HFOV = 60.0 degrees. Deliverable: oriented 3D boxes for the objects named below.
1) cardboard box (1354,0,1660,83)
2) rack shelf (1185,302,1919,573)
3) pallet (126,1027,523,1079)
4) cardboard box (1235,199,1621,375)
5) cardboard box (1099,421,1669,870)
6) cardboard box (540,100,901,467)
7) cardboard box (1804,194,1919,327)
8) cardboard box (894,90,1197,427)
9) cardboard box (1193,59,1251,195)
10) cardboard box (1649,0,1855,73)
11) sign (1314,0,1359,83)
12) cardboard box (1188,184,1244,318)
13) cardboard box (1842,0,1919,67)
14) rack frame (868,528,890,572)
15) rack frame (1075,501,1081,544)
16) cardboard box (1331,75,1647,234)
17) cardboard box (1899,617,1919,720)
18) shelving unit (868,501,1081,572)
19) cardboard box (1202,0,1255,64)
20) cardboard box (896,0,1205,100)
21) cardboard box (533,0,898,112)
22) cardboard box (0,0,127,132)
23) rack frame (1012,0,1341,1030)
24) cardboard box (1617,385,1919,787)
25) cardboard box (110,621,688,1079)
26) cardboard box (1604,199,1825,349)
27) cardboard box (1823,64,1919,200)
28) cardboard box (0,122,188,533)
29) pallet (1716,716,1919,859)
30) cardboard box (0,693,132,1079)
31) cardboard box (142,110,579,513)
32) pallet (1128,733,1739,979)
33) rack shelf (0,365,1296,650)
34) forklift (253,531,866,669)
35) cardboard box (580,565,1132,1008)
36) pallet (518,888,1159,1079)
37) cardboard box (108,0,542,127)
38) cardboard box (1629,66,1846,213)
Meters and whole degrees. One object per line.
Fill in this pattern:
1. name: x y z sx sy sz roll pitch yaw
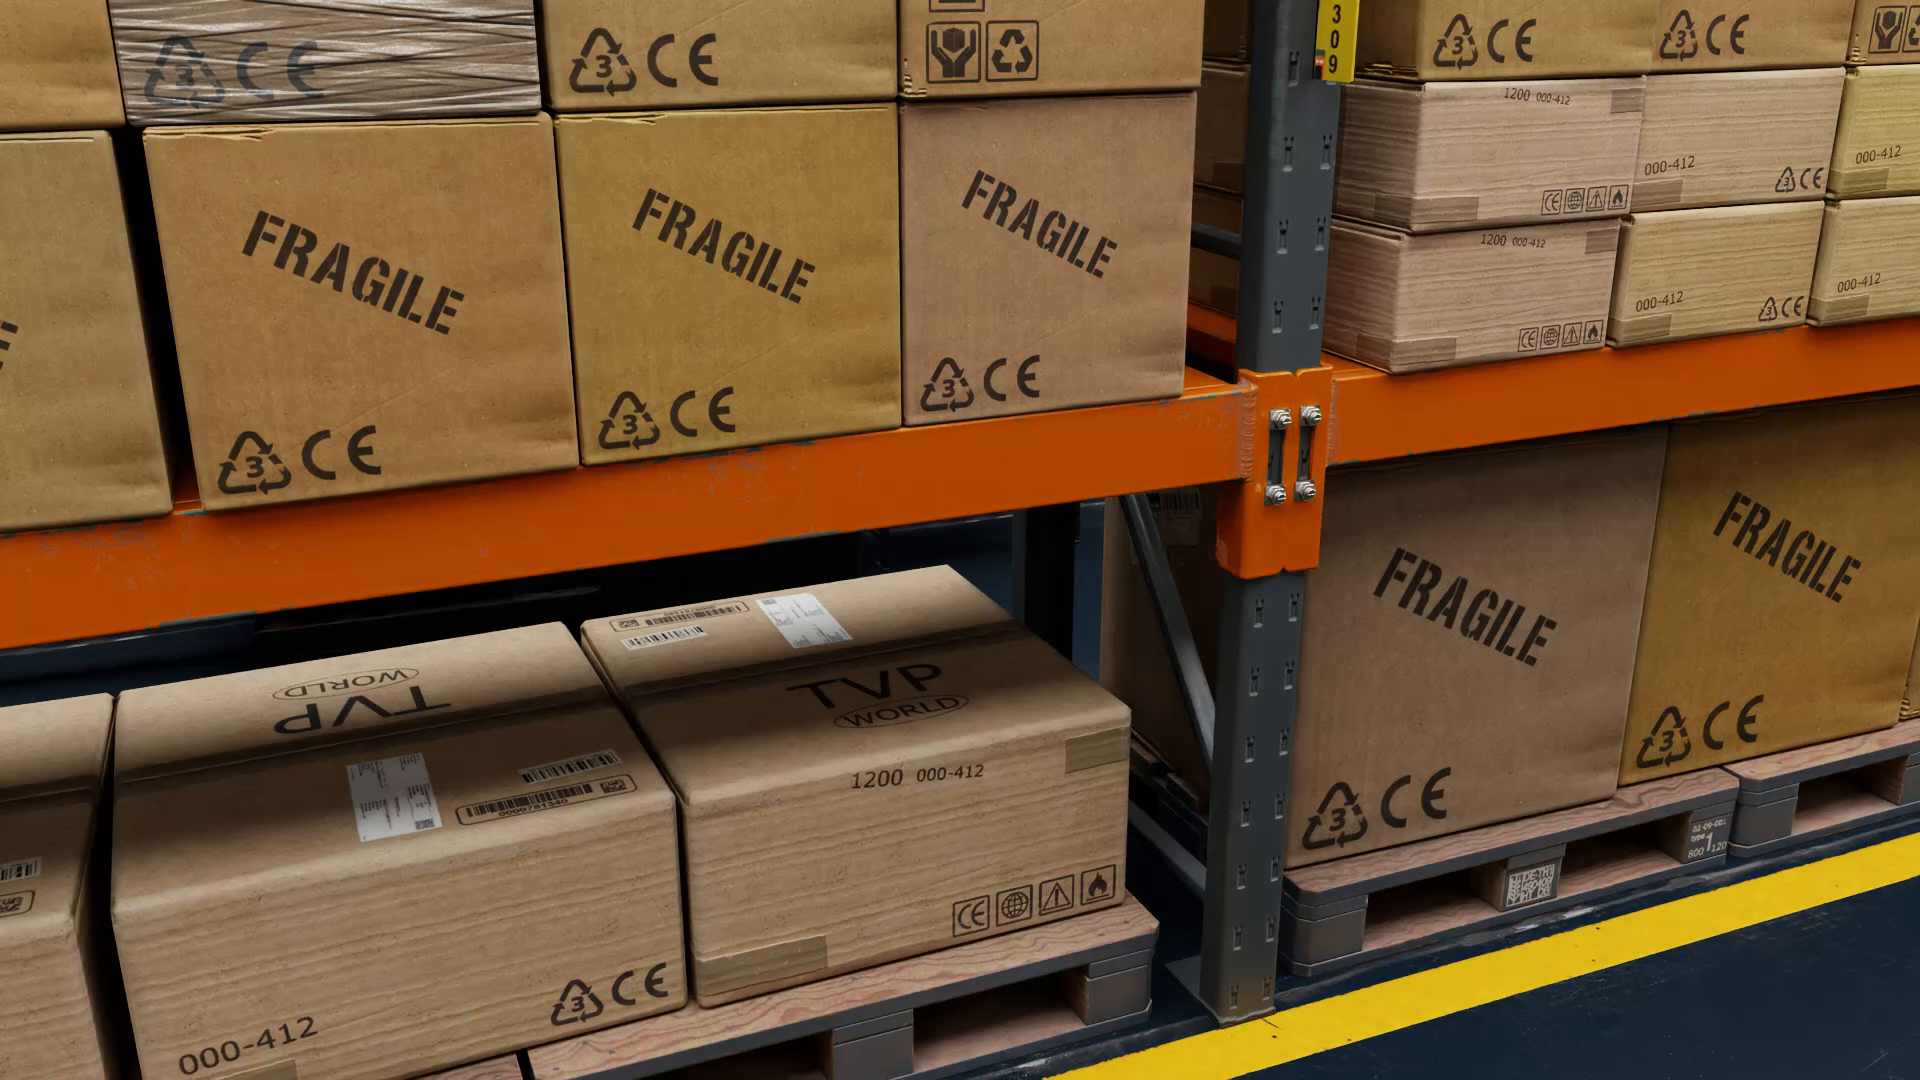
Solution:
1. cardboard box: 0.892 -1.099 2.970 0.500 0.500 0.500 -8 21 -21
2. rack shelf: 2.211 -0.534 4.104 4.000 0.370 1.077 -8 21 -22
3. pallet: -1.477 0.944 3.025 1.213 0.211 1.003 -8 21 -22
4. cardboard box: 0.883 -0.516 3.198 0.500 0.250 0.500 -9 21 -23
5. cardboard box: 0.912 0.088 3.821 0.875 0.875 0.875 -7 21 -20
6. cardboard box: -0.420 -0.449 2.629 0.500 0.500 0.500 -9 21 -23
7. cardboard box: 1.834 -0.647 3.570 0.500 0.250 0.500 -8 21 -22
8. cardboard box: 0.050 -0.518 2.826 0.500 0.500 0.500 -8 21 -21
9. cardboard box: 0.683 -0.907 3.554 0.500 0.250 0.500 -8 21 -22
10. cardboard box: 1.349 -1.174 3.184 0.500 0.500 0.500 -8 21 -22
11. sign: 0.596 -0.886 2.600 0.005 0.325 0.100 -8 21 -22
12. cardboard box: 0.687 -0.675 3.648 0.500 0.250 0.500 -9 21 -23
13. cardboard box: 1.810 -1.239 3.369 0.500 0.500 0.500 -9 21 -23
14. rack frame: -0.330 -0.660 5.639 0.023 1.500 0.400 -8 21 -22
15. rack frame: 0.342 -0.756 5.912 0.023 1.500 0.400 -8 21 -22
16. cardboard box: 0.890 -0.747 3.099 0.500 0.250 0.500 -9 21 -23
17. cardboard box: 2.560 -0.150 4.499 0.875 0.875 0.875 -8 21 -21
18. shelving unit: 0.006 -0.708 5.775 0.755 1.500 0.431 -8 21 -22
19. cardboard box: 0.685 -1.264 3.439 0.500 0.500 0.500 -7 21 -20
20. cardboard box: 0.051 -0.982 2.639 0.500 0.500 0.500 -8 21 -22
21. cardboard box: -0.419 -0.918 2.457 0.500 0.500 0.500 -8 21 -23
22. cardboard box: -1.346 -0.785 2.078 0.500 0.500 0.500 -8 21 -22
23. rack frame: 0.374 -0.610 3.237 0.127 3.000 1.000 -8 21 -22
24. cardboard box: 1.738 -0.033 4.166 0.875 0.875 0.875 -8 21 -20
25. cardboard box: -1.066 0.569 3.116 0.875 0.438 0.875 -9 21 -24
26. cardboard box: 1.358 -0.585 3.393 0.500 0.250 0.500 -9 21 -23
27. cardboard box: 1.832 -0.882 3.484 0.500 0.250 0.500 -8 21 -21
28. cardboard box: -1.363 -0.314 2.246 0.500 0.500 0.500 -7 21 -20
29. pallet: 2.175 0.419 4.513 1.213 0.211 1.003 -8 21 -22
30. cardboard box: -1.895 0.687 2.781 0.875 0.438 0.875 -8 21 -20
31. cardboard box: -0.876 -0.378 2.428 0.500 0.500 0.500 -8 21 -23
32. pallet: 1.053 0.581 4.054 1.213 0.211 1.003 -8 21 -22
33. rack shelf: -1.462 -0.007 2.610 4.000 0.370 1.077 -8 21 -22
34. forklift: -1.886 -1.179 4.958 3.031 2.935 1.130 -7 20 -18
35. cardboard box: -0.245 0.451 3.451 0.875 0.438 0.875 -8 21 -23
36. pallet: -0.355 0.782 3.484 1.213 0.211 1.003 -8 21 -22
37. cardboard box: -0.882 -0.848 2.258 0.500 0.500 0.500 -8 21 -21
38. cardboard box: 1.358 -0.824 3.318 0.500 0.250 0.500 -8 21 -21
